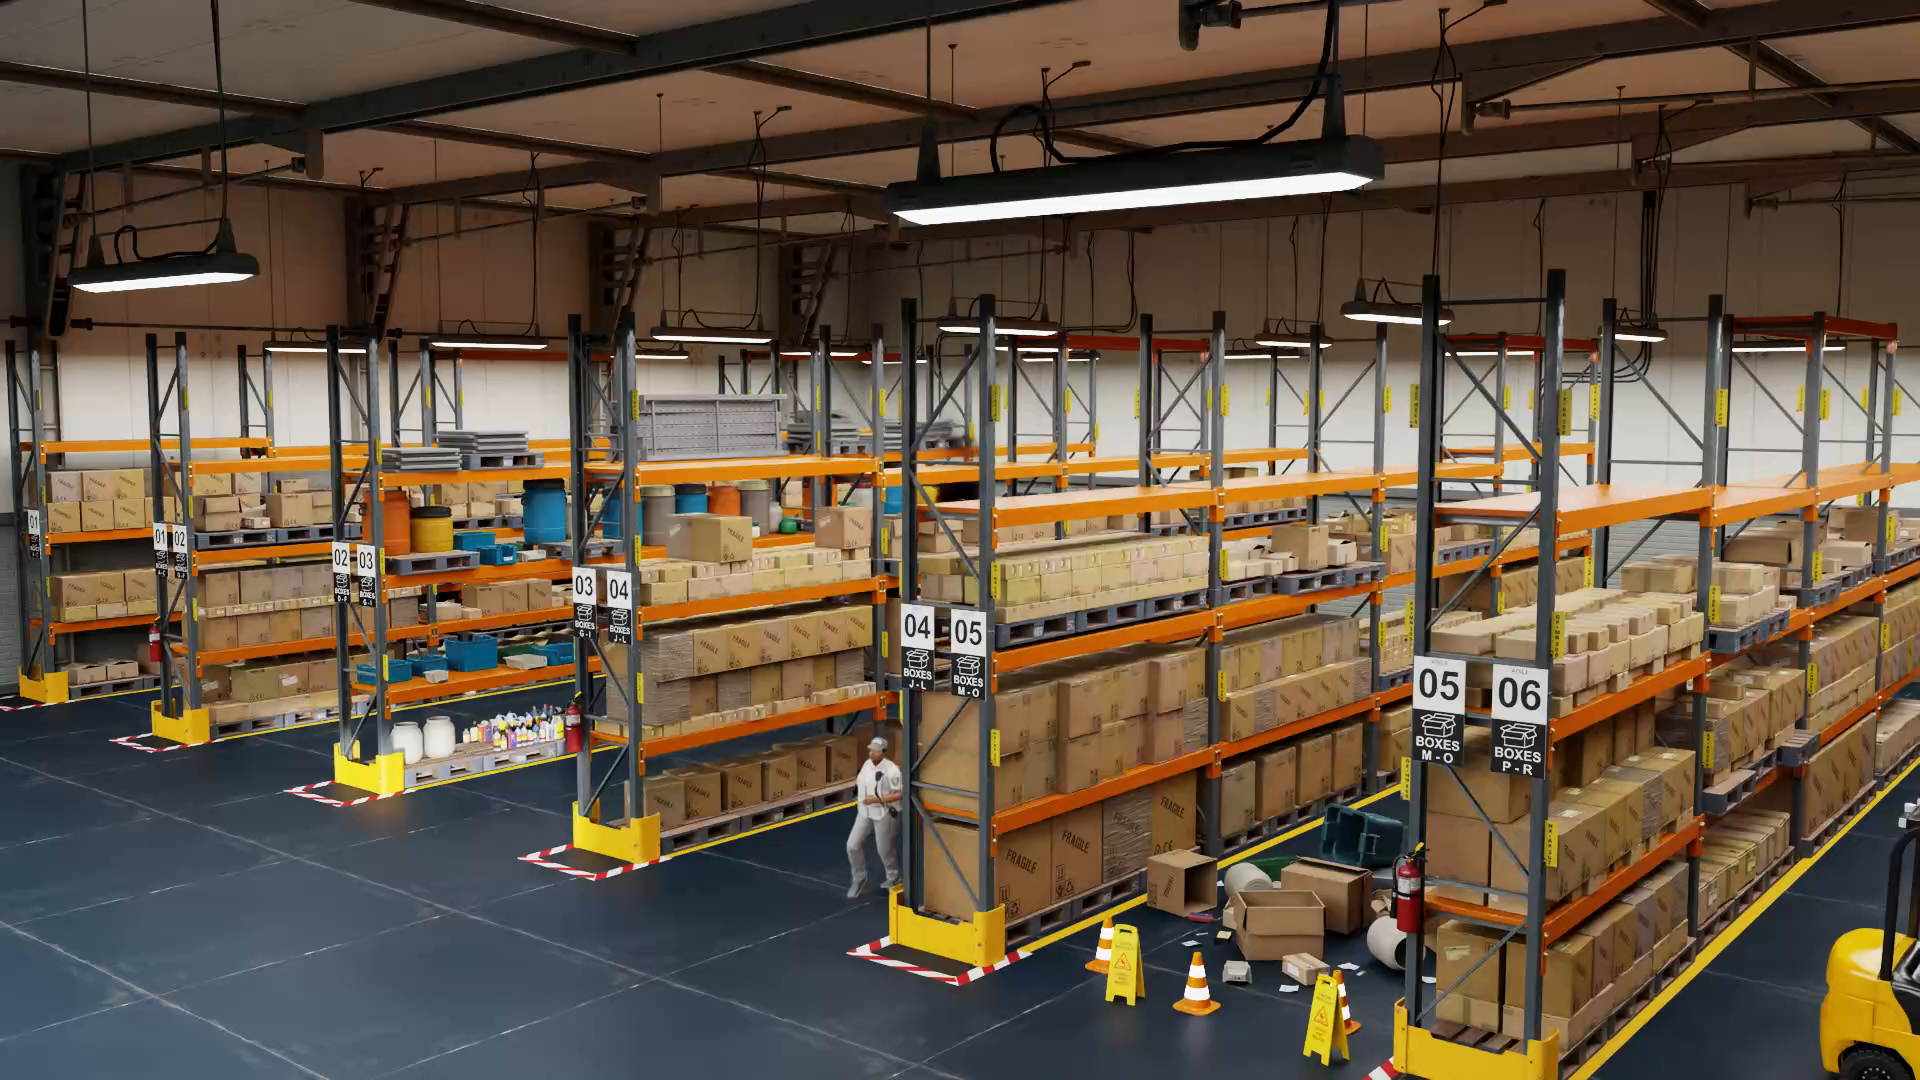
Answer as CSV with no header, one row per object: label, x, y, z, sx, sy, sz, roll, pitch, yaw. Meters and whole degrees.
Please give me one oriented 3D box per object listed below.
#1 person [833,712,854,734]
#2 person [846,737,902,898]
person,-1.815,2.088,24.842,0.593,1.660,0.624,3,6,29
person,-0.819,2.839,16.983,0.603,1.702,0.717,3,6,33
